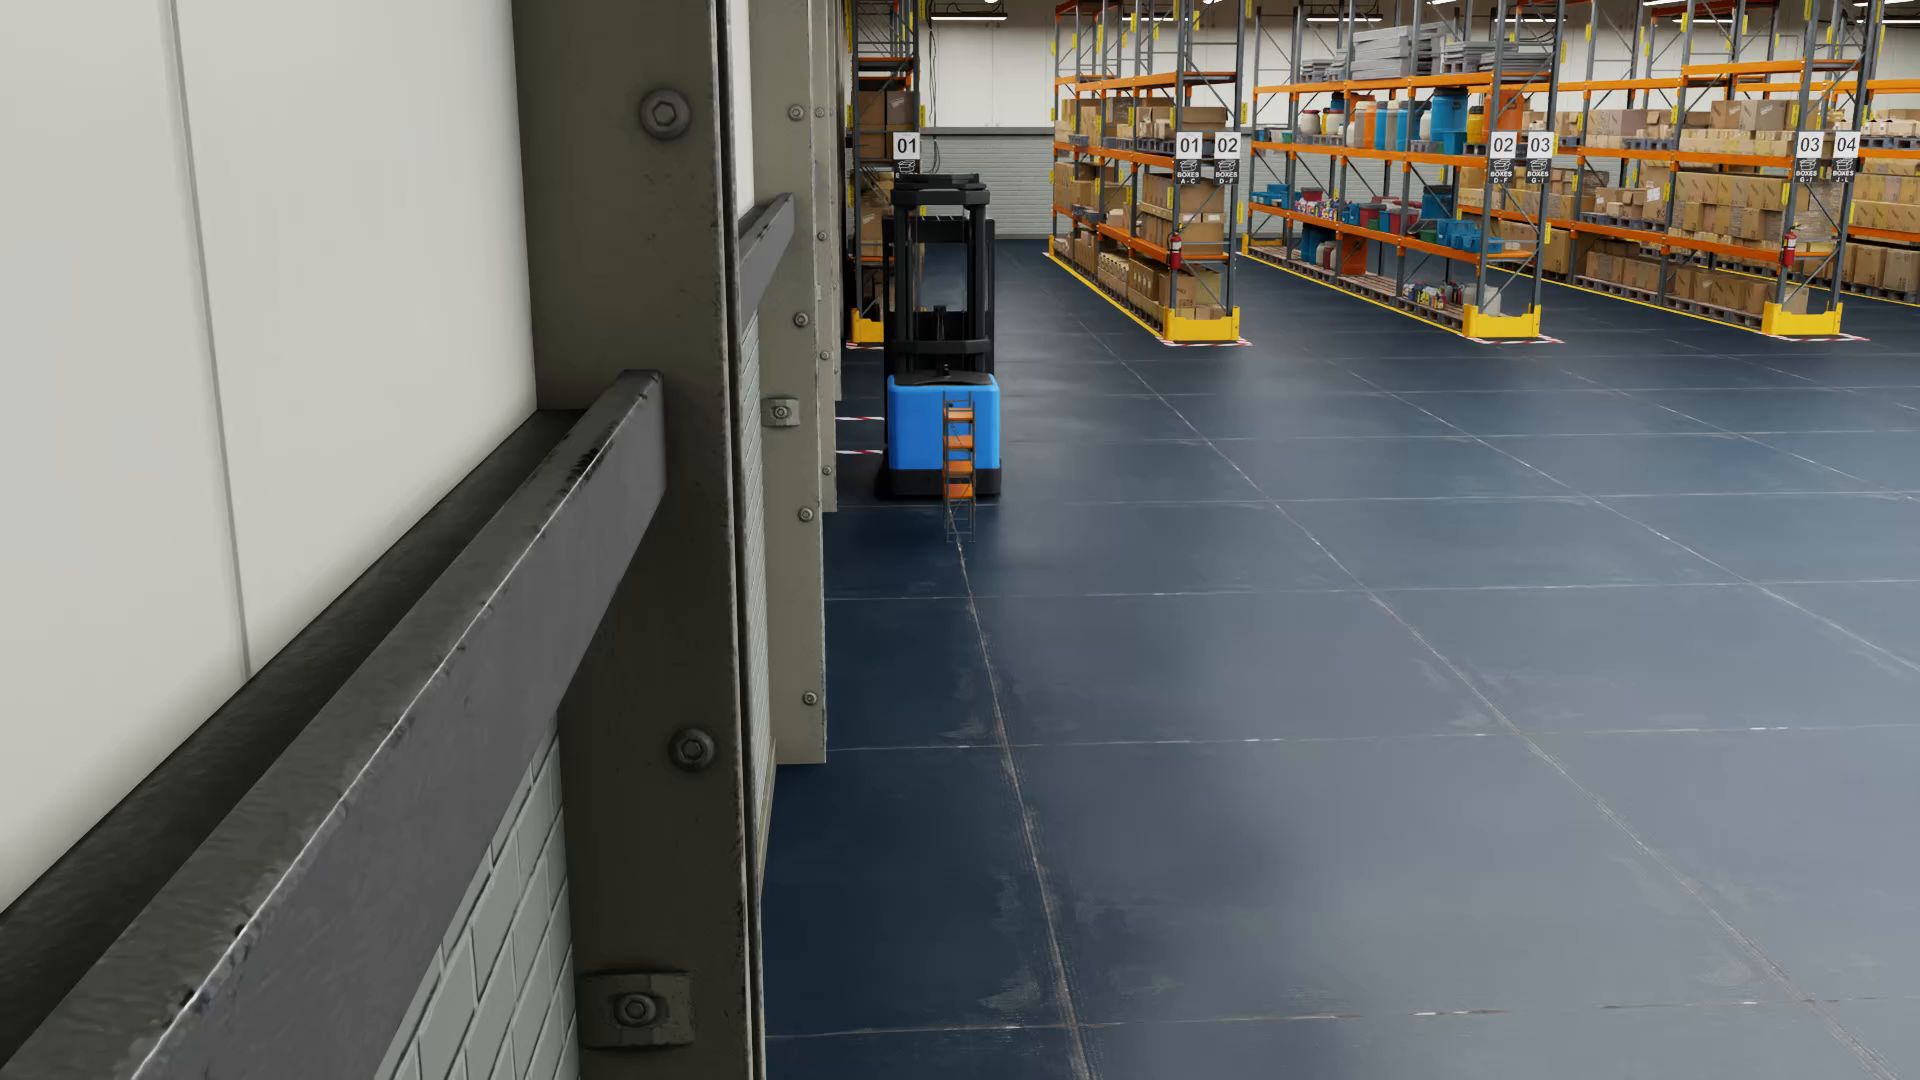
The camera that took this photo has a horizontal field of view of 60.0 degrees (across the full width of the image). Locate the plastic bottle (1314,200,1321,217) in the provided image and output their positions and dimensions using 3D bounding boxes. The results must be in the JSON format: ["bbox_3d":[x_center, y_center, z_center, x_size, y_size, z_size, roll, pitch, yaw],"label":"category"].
[{"bbox_3d":[7.763,-7.195,36.069,0.144,0.351,0.185,-1,14,-3],"label":"plastic bottle"}]

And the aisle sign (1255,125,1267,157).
[{"bbox_3d":[7.476,-9.983,41.589,0.394,0.787,0.004,-1,14,-3],"label":"aisle sign"}]

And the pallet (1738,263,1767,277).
[{"bbox_3d":[18.053,-5.996,36.905,1.003,0.211,1.213,-1,14,-3],"label":"pallet"}]

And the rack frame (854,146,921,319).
[{"bbox_3d":[-1.120,-4.579,25.802,1.000,3.000,0.127,-1,14,-3],"label":"rack frame"}]

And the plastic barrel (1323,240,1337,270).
[{"bbox_3d":[8.155,-6.159,35.941,0.600,0.588,0.708,-1,14,-3],"label":"plastic barrel"}]

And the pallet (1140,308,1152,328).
[{"bbox_3d":[3.662,-3.798,28.363,1.003,0.211,1.213,-1,14,-3],"label":"pallet"}]

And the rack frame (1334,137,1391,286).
[{"bbox_3d":[8.273,-6.721,34.129,1.000,3.000,0.127,-1,14,-3],"label":"rack frame"}]

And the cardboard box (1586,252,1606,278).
[{"bbox_3d":[13.278,-5.634,34.036,0.700,0.500,0.500,-2,15,-6],"label":"cardboard box"}]

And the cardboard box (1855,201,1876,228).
[{"bbox_3d":[18.025,-6.406,32.703,0.500,0.500,0.500,-1,14,-4],"label":"cardboard box"}]

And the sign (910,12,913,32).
[{"bbox_3d":[-0.825,-8.973,28.809,0.100,0.325,0.005,-1,14,-3],"label":"sign"}]

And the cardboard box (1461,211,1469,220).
[{"bbox_3d":[12.840,-7.804,41.757,0.875,0.875,0.875,-1,14,-3],"label":"cardboard box"}]

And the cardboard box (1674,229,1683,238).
[{"bbox_3d":[13.179,-5.561,30.123,0.380,0.149,0.250,-1,14,-3],"label":"cardboard box"}]

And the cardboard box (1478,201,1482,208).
[{"bbox_3d":[12.558,-7.997,39.594,0.380,0.149,0.250,-1,14,-2],"label":"cardboard box"}]

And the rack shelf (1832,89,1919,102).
[{"bbox_3d":[22.735,-10.806,40.212,1.077,0.370,4.000,-1,14,-3],"label":"rack shelf"}]

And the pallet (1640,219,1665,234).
[{"bbox_3d":[13.562,-5.902,31.331,1.003,0.211,1.213,-1,14,-3],"label":"pallet"}]

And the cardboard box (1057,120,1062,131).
[{"bbox_3d":[2.629,-10.001,40.155,0.500,0.250,0.500,-1,14,-3],"label":"cardboard box"}]

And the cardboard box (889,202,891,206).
[{"bbox_3d":[-0.896,-5.254,27.182,0.500,0.500,0.500,-1,14,-5],"label":"cardboard box"}]

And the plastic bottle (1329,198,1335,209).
[{"bbox_3d":[8.276,-7.420,36.945,0.144,0.351,0.185,-1,14,-3],"label":"plastic bottle"}]

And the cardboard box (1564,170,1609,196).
[{"bbox_3d":[13.187,-7.514,34.996,0.797,0.503,0.637,0,14,-2],"label":"cardboard box"}]

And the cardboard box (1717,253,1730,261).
[{"bbox_3d":[17.706,-6.649,38.021,0.500,0.500,0.500,0,14,-1],"label":"cardboard box"}]

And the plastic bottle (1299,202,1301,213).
[{"bbox_3d":[7.661,-7.470,37.298,0.097,0.271,0.097,0,14,0],"label":"plastic bottle"}]

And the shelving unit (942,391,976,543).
[{"bbox_3d":[-0.010,-0.622,14.037,0.258,1.200,0.503,-1,14,-3],"label":"shelving unit"}]

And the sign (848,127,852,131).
[{"bbox_3d":[-2.170,-8.303,33.061,0.100,0.325,0.005,-1,14,-3],"label":"sign"}]

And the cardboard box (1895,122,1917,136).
[{"bbox_3d":[18.125,-7.790,31.520,0.500,0.250,0.500,-1,14,-4],"label":"cardboard box"}]

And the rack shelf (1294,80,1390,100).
[{"bbox_3d":[8.149,-9.582,35.454,1.077,0.370,4.000,-1,14,-3],"label":"rack shelf"}]

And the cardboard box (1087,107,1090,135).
[{"bbox_3d":[3.103,-9.101,36.115,0.600,0.600,0.600,-1,14,-4],"label":"cardboard box"}]

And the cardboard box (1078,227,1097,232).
[{"bbox_3d":[3.112,-7.506,41.314,0.500,0.500,0.500,-1,14,-3],"label":"cardboard box"}]

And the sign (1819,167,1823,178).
[{"bbox_3d":[22.057,-9.391,42.608,0.100,0.325,0.005,-1,14,-3],"label":"sign"}]

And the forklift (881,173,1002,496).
[{"bbox_3d":[-0.221,-2.143,16.475,1.130,2.935,3.031,-1,14,-3],"label":"forklift"}]

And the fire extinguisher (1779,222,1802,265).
[{"bbox_3d":[13.259,-4.735,26.565,0.296,0.674,0.183,-1,14,-3],"label":"fire extinguisher"}]

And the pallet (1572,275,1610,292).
[{"bbox_3d":[13.263,-5.253,34.018,1.003,0.211,1.213,-1,14,-3],"label":"pallet"}]

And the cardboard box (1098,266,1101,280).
[{"bbox_3d":[3.068,-5.383,33.602,0.500,0.250,0.500,-1,14,-4],"label":"cardboard box"}]

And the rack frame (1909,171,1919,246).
[{"bbox_3d":[22.859,-7.945,38.887,1.000,3.000,0.127,-1,14,-3],"label":"rack frame"}]

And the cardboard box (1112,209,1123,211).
[{"bbox_3d":[3.307,-6.511,33.492,0.500,0.311,0.500,0,14,0],"label":"cardboard box"}]

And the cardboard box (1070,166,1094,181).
[{"bbox_3d":[2.791,-8.295,38.038,0.500,0.500,0.500,-1,14,-3],"label":"cardboard box"}]

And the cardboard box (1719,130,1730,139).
[{"bbox_3d":[13.295,-6.967,28.564,0.380,0.149,0.250,-1,14,-5],"label":"cardboard box"}]

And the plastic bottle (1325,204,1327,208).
[{"bbox_3d":[7.883,-7.091,35.801,0.061,0.283,0.133,-1,14,-3],"label":"plastic bottle"}]

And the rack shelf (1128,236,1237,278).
[{"bbox_3d":[3.700,-4.805,28.125,1.077,0.370,4.000,-1,14,-3],"label":"rack shelf"}]

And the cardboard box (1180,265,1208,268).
[{"bbox_3d":[3.923,-4.401,28.281,0.500,0.500,0.500,-1,14,-3],"label":"cardboard box"}]

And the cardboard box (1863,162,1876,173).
[{"bbox_3d":[22.467,-8.969,40.657,0.500,0.500,0.500,-1,14,-3],"label":"cardboard box"}]

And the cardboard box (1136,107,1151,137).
[{"bbox_3d":[3.344,-7.294,29.010,0.500,0.500,0.500,0,14,1],"label":"cardboard box"}]

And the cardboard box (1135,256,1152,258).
[{"bbox_3d":[3.674,-5.408,32.574,0.500,0.311,0.500,-1,14,-4],"label":"cardboard box"}]

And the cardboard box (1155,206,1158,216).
[{"bbox_3d":[3.499,-5.558,28.107,0.380,0.149,0.250,-1,14,-4],"label":"cardboard box"}]

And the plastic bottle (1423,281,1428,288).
[{"bbox_3d":[8.300,-4.452,29.741,0.144,0.351,0.185,-1,14,-3],"label":"plastic bottle"}]

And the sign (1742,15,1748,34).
[{"bbox_3d":[14.007,-9.203,29.701,0.100,0.325,0.005,-1,14,-3],"label":"sign"}]

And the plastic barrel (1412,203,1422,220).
[{"bbox_3d":[8.680,-6.033,31.184,0.433,0.535,0.433,0,14,0],"label":"plastic barrel"}]

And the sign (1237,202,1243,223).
[{"bbox_3d":[4.378,-5.121,26.012,0.100,0.325,0.005,-1,14,-3],"label":"sign"}]

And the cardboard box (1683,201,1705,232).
[{"bbox_3d":[13.426,-5.758,29.586,0.875,0.500,0.500,-1,14,-3],"label":"cardboard box"}]

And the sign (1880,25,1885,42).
[{"bbox_3d":[18.726,-10.293,33.779,0.100,0.325,0.005,-1,14,-3],"label":"sign"}]

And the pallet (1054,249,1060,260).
[{"bbox_3d":[2.888,-7.067,41.072,1.003,0.211,1.213,-1,14,-3],"label":"pallet"}]

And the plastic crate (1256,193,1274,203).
[{"bbox_3d":[7.504,-8.428,40.980,0.416,0.233,0.300,-1,14,-3],"label":"plastic crate"}]

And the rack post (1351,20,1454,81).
[{"bbox_3d":[8.313,-9.217,31.388,1.013,1.000,3.121,-1,14,-3],"label":"rack post"}]

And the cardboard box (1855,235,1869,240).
[{"bbox_3d":[22.817,-7.513,41.504,0.875,0.438,0.875,0,14,-2],"label":"cardboard box"}]

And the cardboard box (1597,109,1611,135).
[{"bbox_3d":[13.016,-8.294,33.017,0.500,0.500,0.500,-1,14,-3],"label":"cardboard box"}]

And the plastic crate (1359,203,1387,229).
[{"bbox_3d":[8.067,-6.346,32.541,0.402,0.464,0.583,-1,14,-3],"label":"plastic crate"}]
